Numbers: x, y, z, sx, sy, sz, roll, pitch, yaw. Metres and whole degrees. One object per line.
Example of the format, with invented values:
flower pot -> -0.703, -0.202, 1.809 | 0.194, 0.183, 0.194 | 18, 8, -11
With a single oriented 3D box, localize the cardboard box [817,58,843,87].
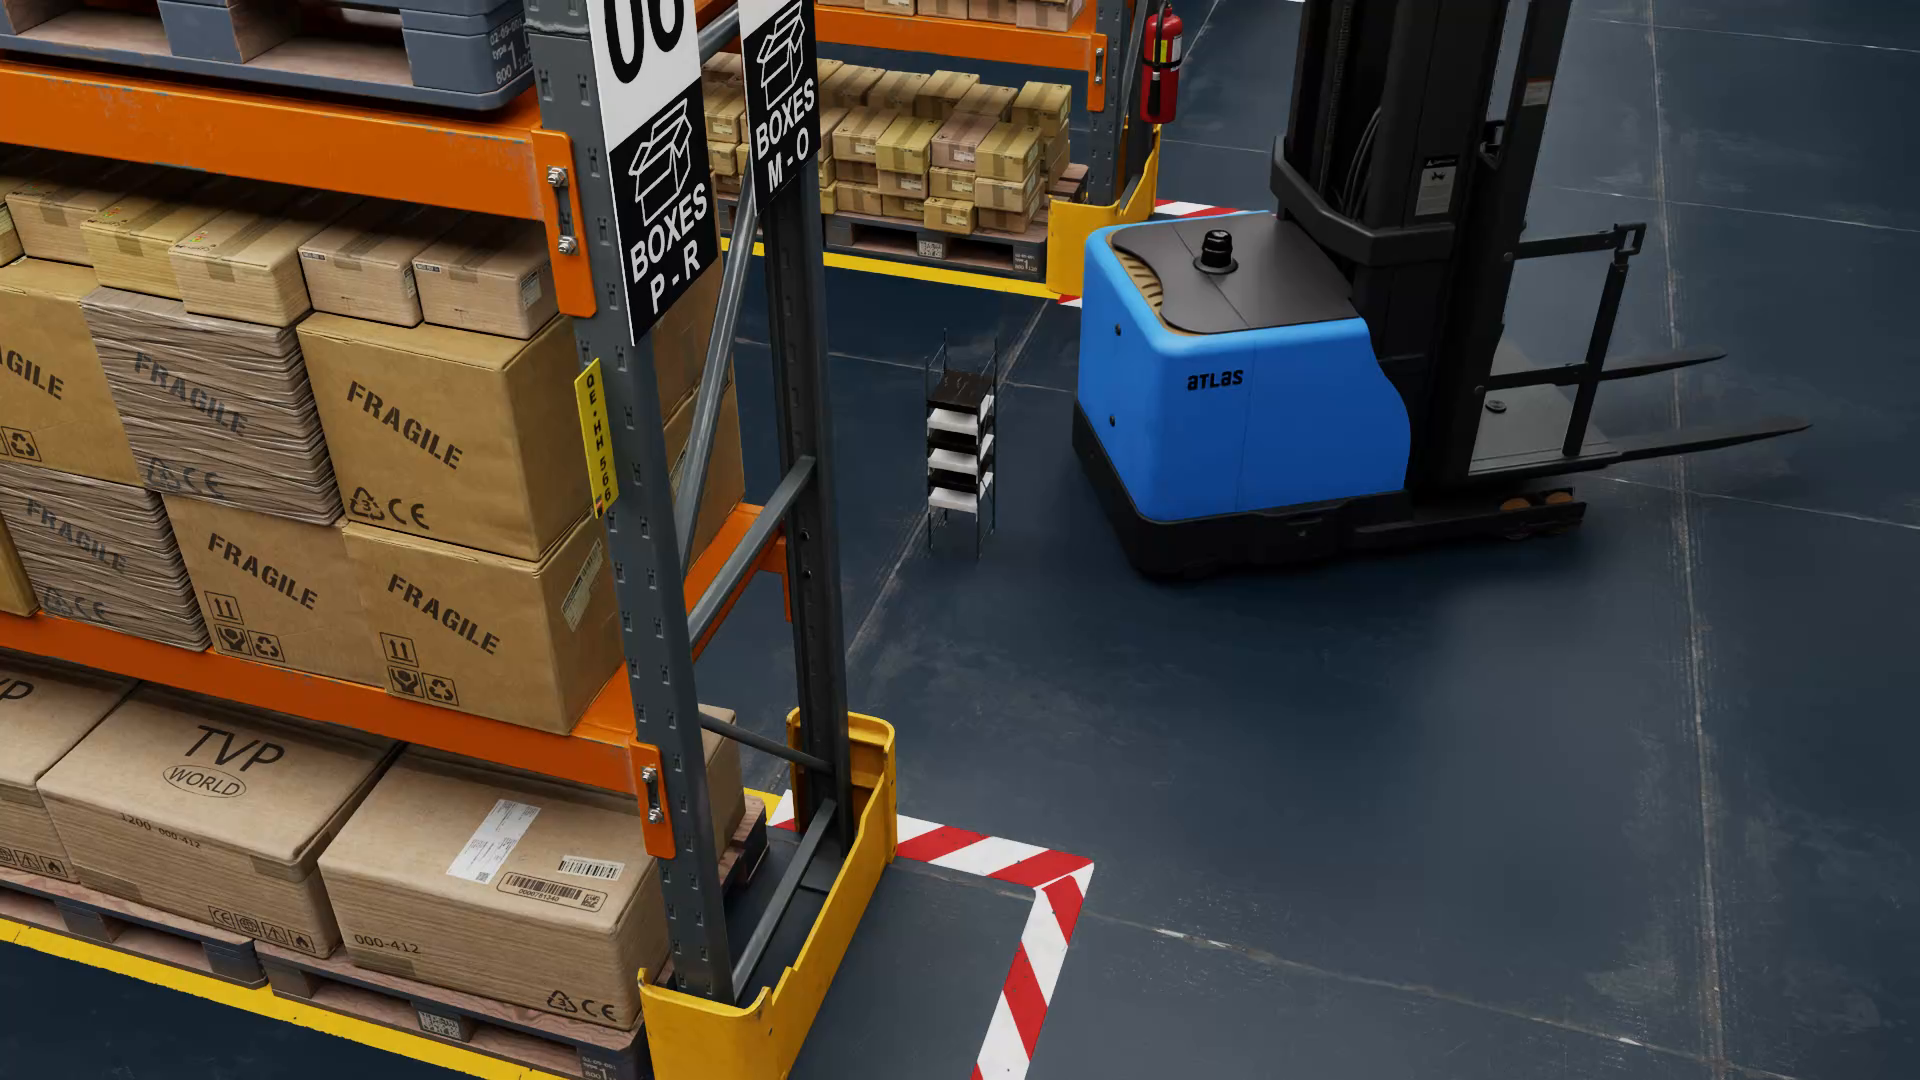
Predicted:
cardboard box -> -0.827, -2.528, 9.204 | 0.250, 0.149, 0.380 | 11, 38, 15

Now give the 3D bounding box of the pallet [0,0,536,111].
pallet -> -1.257, -1.241, 3.449 | 1.213, 0.211, 1.003 | 10, 38, 14

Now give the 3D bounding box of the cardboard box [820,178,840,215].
cardboard box -> -0.735, -1.887, 8.834 | 0.250, 0.149, 0.380 | 9, 37, 12

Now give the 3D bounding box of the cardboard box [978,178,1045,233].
cardboard box -> 0.269, -1.758, 8.658 | 0.250, 0.149, 0.380 | 11, 38, 15

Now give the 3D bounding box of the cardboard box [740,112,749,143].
cardboard box -> -0.975, -2.230, 8.798 | 0.250, 0.149, 0.380 | 9, 37, 12

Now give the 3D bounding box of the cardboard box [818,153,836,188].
cardboard box -> -0.750, -2.009, 8.749 | 0.250, 0.149, 0.380 | 11, 38, 15

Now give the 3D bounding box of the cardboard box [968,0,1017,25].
cardboard box -> 0.212, -2.623, 7.996 | 0.250, 0.149, 0.380 | 10, 38, 14

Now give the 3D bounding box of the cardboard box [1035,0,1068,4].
cardboard box -> 0.328, -2.855, 7.764 | 0.500, 0.500, 0.500 | 11, 38, 15

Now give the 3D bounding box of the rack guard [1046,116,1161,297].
rack guard -> 0.761, -1.768, 8.731 | 0.348, 0.500, 1.175 | 10, 38, 14

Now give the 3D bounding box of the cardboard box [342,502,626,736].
cardboard box -> -1.085, 0.081, 4.025 | 0.500, 0.500, 0.500 | 11, 38, 14

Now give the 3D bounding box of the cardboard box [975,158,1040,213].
cardboard box -> 0.245, -1.834, 8.511 | 0.250, 0.149, 0.380 | 10, 37, 13

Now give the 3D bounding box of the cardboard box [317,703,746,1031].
cardboard box -> -1.206, 0.860, 4.859 | 0.875, 0.438, 0.875 | 9, 37, 12

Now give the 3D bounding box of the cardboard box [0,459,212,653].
cardboard box -> -2.054, -0.101, 4.273 | 0.500, 0.500, 0.500 | 12, 38, 15

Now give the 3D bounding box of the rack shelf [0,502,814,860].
rack shelf -> -2.455, -0.007, 4.836 | 4.000, 0.370, 1.077 | 10, 38, 14

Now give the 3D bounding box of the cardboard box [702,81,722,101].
cardboard box -> -1.457, -2.326, 8.929 | 0.250, 0.149, 0.380 | 9, 37, 12

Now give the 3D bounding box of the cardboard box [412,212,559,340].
cardboard box -> -0.948, -0.597, 3.556 | 0.250, 0.149, 0.380 | 11, 38, 15

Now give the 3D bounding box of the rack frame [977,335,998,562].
rack frame -> 0.105, -0.343, 6.457 | 0.006, 0.900, 0.240 | 10, 38, 14

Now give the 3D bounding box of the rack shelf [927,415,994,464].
rack shelf -> 0.008, -0.407, 6.448 | 0.200, 0.077, 0.258 | 10, 38, 14

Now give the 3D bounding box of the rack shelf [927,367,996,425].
rack shelf -> 0.008, -0.552, 6.341 | 0.200, 0.077, 0.258 | 10, 38, 14

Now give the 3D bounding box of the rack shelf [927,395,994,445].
rack shelf -> 0.008, -0.479, 6.394 | 0.200, 0.077, 0.258 | 10, 38, 14

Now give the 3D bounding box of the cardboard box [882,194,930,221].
cardboard box -> -0.233, -1.841, 8.772 | 0.250, 0.149, 0.380 | 10, 38, 14

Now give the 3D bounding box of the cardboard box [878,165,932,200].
cardboard box -> -0.252, -1.925, 8.635 | 0.250, 0.149, 0.380 | 9, 37, 12

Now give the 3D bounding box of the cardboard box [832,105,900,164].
cardboard box -> -0.483, -2.105, 8.628 | 0.250, 0.149, 0.380 | 9, 37, 12

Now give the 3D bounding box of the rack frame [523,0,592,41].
rack frame -> -0.546, -2.359, 2.364 | 0.127, 3.000, 1.000 | 10, 38, 14

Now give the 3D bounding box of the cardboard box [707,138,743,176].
cardboard box -> -1.260, -2.098, 8.870 | 0.250, 0.149, 0.380 | 11, 38, 14

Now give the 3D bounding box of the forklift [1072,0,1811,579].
forklift -> 2.057, -1.481, 6.290 | 3.031, 2.935, 1.130 | -8, 37, -10

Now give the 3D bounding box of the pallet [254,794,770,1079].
pallet -> -1.332, 1.083, 5.101 | 1.213, 0.211, 1.003 | 10, 38, 14

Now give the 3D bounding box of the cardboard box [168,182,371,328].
cardboard box -> -1.469, -0.627, 3.596 | 0.250, 0.149, 0.380 | 10, 38, 13

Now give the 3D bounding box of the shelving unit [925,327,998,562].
shelving unit -> 0.008, -0.361, 6.481 | 0.210, 0.900, 0.258 | 10, 38, 14

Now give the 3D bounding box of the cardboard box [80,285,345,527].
cardboard box -> -1.585, -0.412, 3.852 | 0.500, 0.500, 0.500 | 11, 38, 14

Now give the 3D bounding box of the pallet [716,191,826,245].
pallet -> -1.164, -2.032, 9.333 | 1.213, 0.211, 1.003 | 10, 38, 14

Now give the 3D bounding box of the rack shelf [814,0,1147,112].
rack shelf -> -1.075, -2.825, 8.665 | 4.000, 0.370, 1.077 | 10, 38, 14

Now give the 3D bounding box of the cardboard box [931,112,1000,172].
cardboard box -> 0.030, -2.049, 8.553 | 0.250, 0.149, 0.380 | 11, 38, 15

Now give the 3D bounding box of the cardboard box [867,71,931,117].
cardboard box -> -0.328, -2.402, 9.031 | 0.250, 0.149, 0.380 | 9, 37, 12

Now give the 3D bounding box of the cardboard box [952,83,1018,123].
cardboard box -> 0.136, -2.288, 8.877 | 0.250, 0.149, 0.380 | 11, 38, 15

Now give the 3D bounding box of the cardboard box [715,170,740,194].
cardboard box -> -1.208, -2.034, 9.034 | 0.250, 0.149, 0.380 | 12, 38, 15

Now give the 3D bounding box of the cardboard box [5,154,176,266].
cardboard box -> -1.926, -0.781, 3.805 | 0.250, 0.149, 0.380 | 10, 38, 13

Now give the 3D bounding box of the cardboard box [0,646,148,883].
cardboard box -> -2.942, 0.542, 5.290 | 0.875, 0.438, 0.875 | 9, 37, 13

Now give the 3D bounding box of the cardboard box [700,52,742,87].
cardboard box -> -1.300, -2.625, 9.334 | 0.250, 0.149, 0.380 | 9, 37, 12

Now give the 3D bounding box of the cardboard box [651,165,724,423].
cardboard box -> -0.919, -0.632, 4.150 | 0.500, 0.500, 0.500 | 10, 37, 13

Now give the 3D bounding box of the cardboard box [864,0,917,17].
cardboard box -> -0.282, -2.691, 8.088 | 0.250, 0.149, 0.380 | 11, 38, 15

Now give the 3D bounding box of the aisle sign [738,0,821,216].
aisle sign -> -0.391, -1.141, 3.577 | 0.004, 0.787, 0.394 | 10, 38, 14
